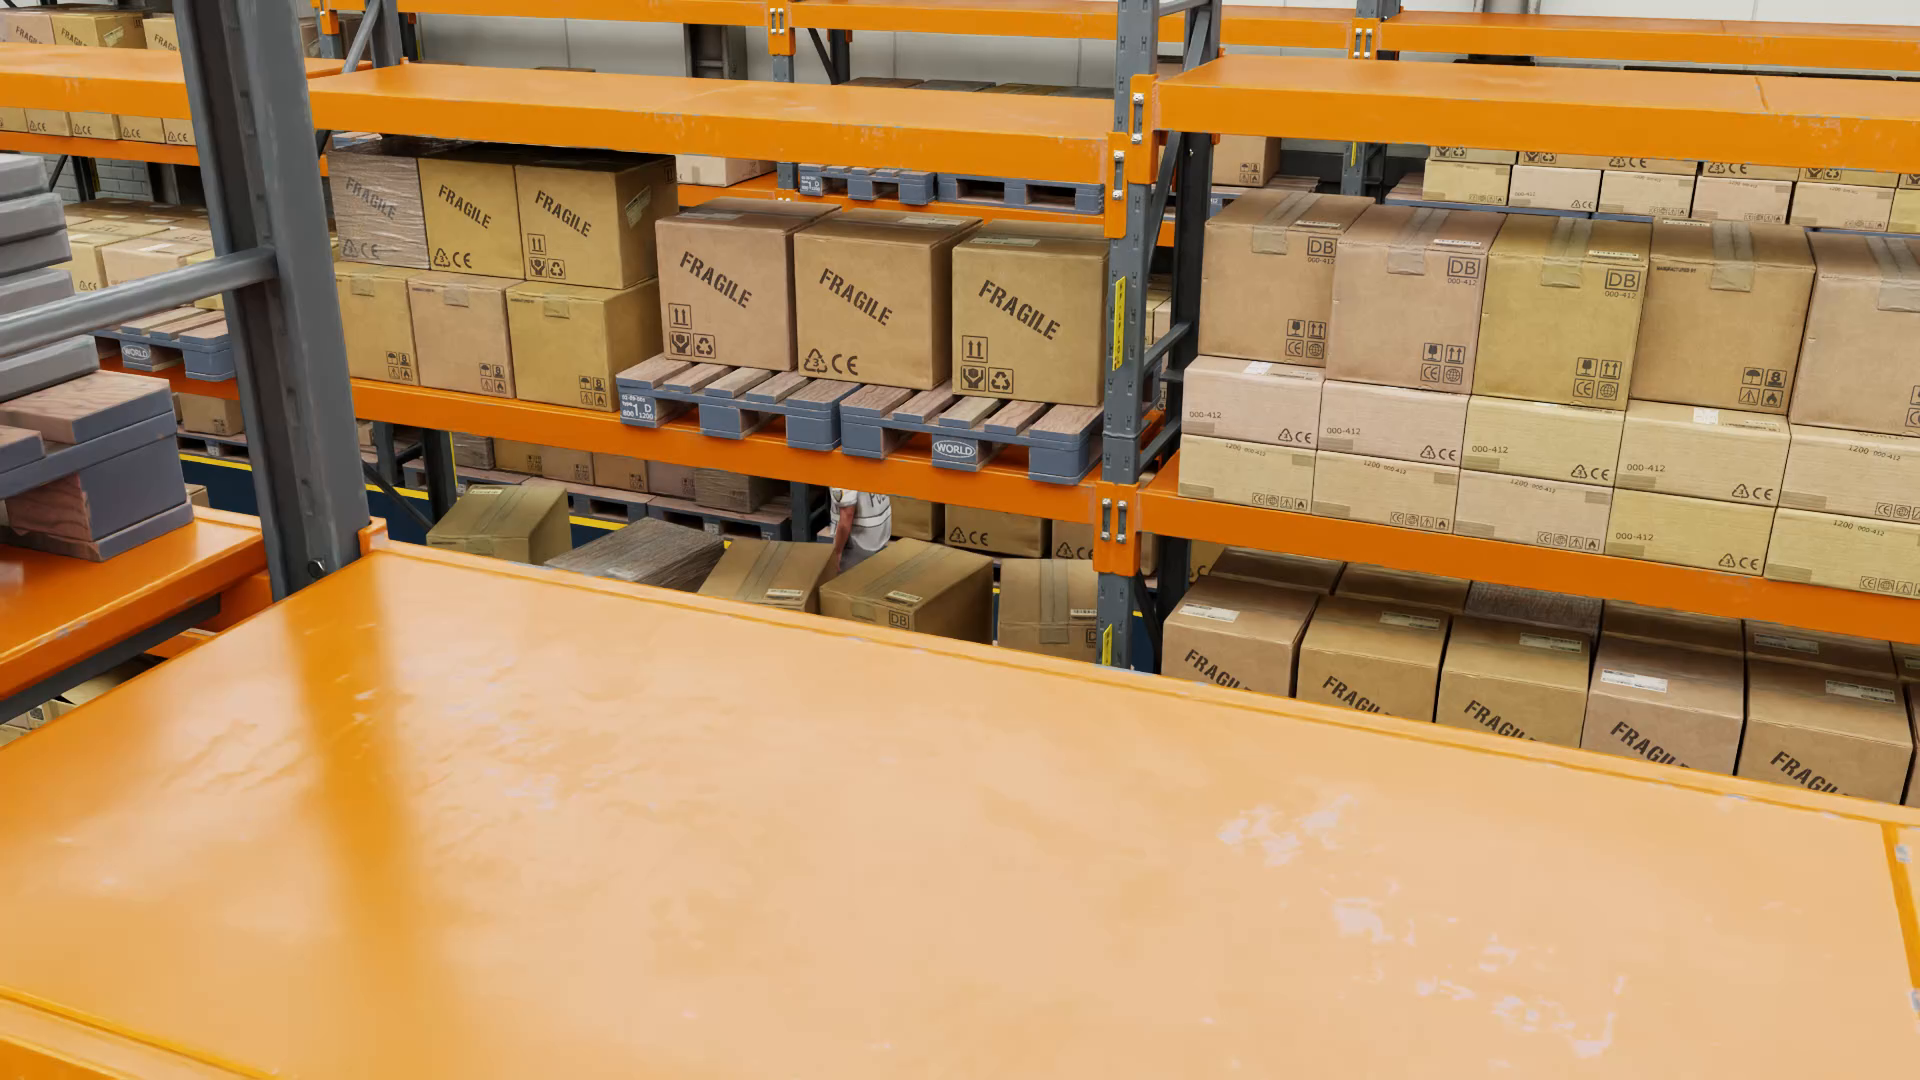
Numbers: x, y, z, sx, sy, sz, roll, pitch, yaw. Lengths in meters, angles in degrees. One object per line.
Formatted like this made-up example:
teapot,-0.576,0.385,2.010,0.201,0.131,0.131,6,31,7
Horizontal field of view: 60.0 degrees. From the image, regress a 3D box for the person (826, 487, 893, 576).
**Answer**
person,-0.684,-0.022,10.976,0.442,1.747,0.589,7,23,18
